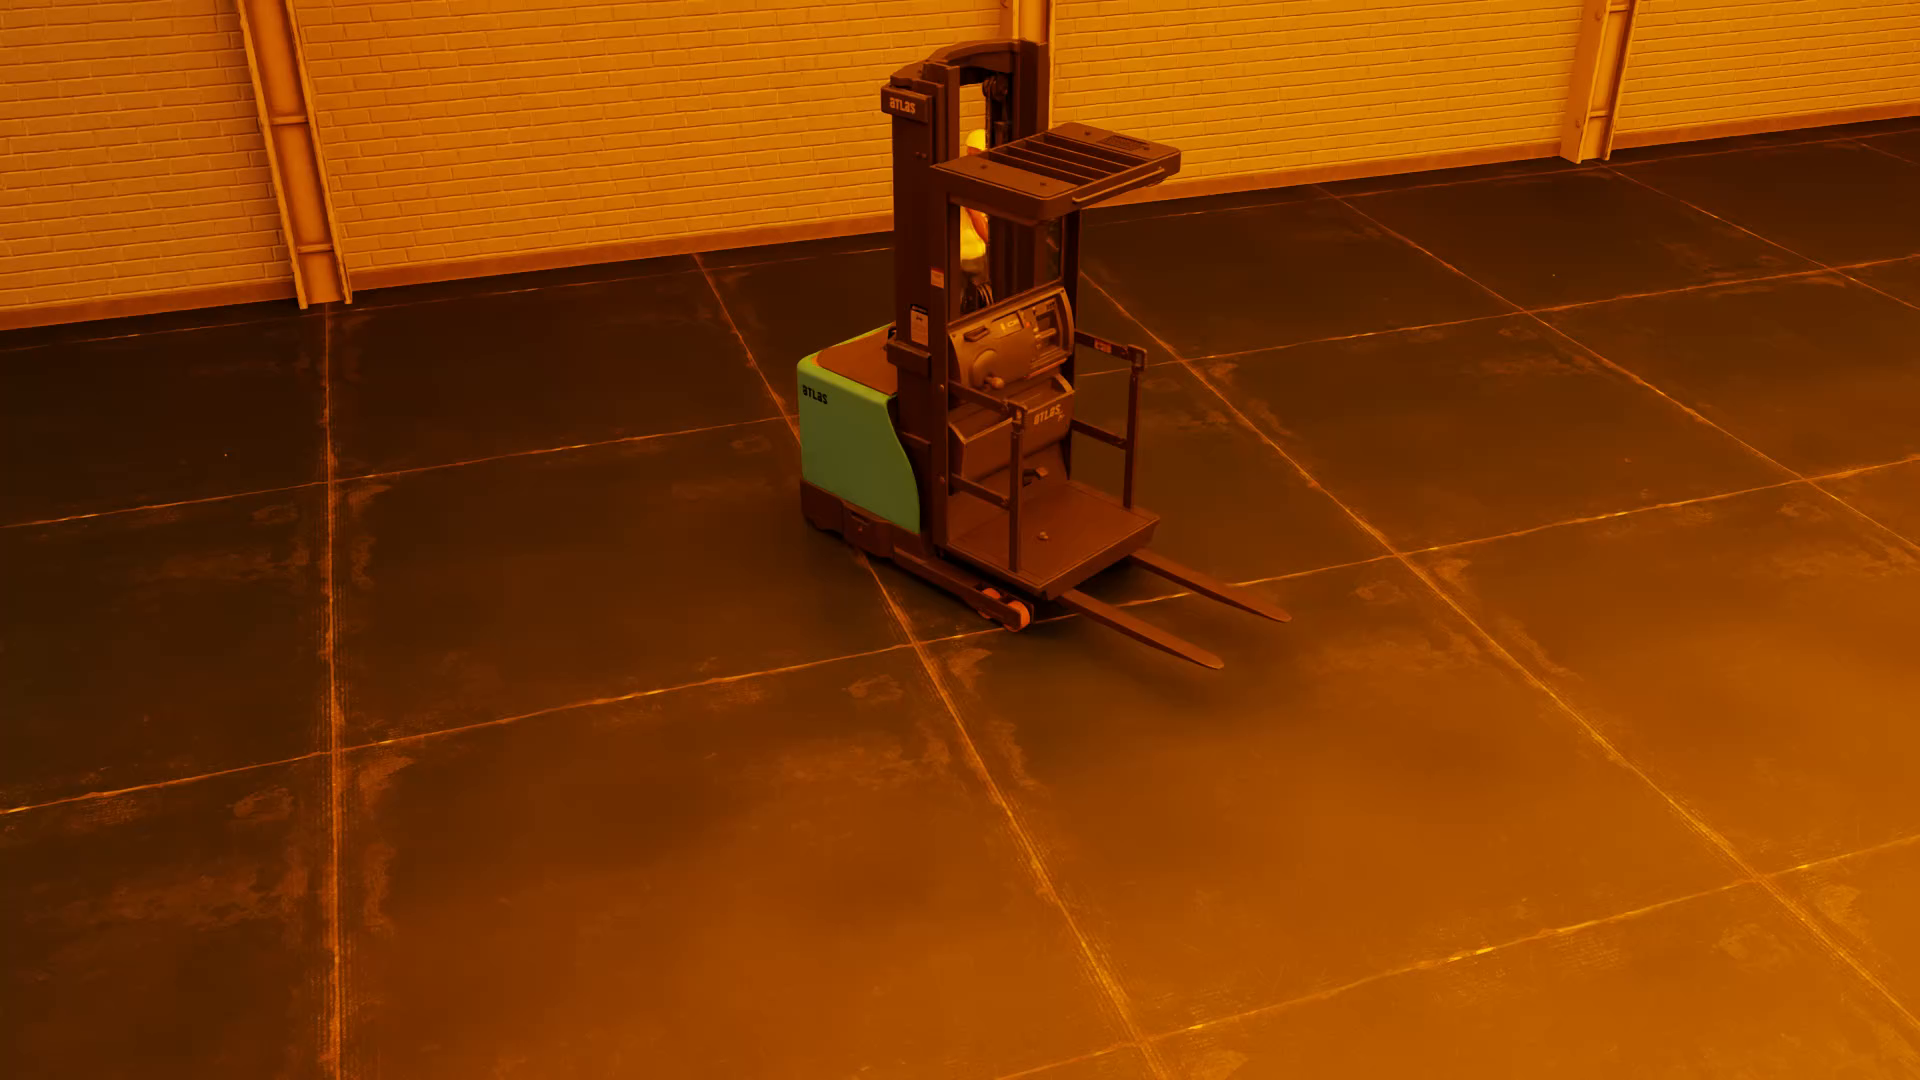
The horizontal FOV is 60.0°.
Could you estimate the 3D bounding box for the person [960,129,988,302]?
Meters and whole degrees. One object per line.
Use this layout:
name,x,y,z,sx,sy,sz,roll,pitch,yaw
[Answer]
person,0.216,-2.164,12.174,0.852,1.625,0.913,-17,34,-28

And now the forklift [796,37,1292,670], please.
forklift,0.443,-1.061,8.931,3.031,2.935,1.130,25,38,37
